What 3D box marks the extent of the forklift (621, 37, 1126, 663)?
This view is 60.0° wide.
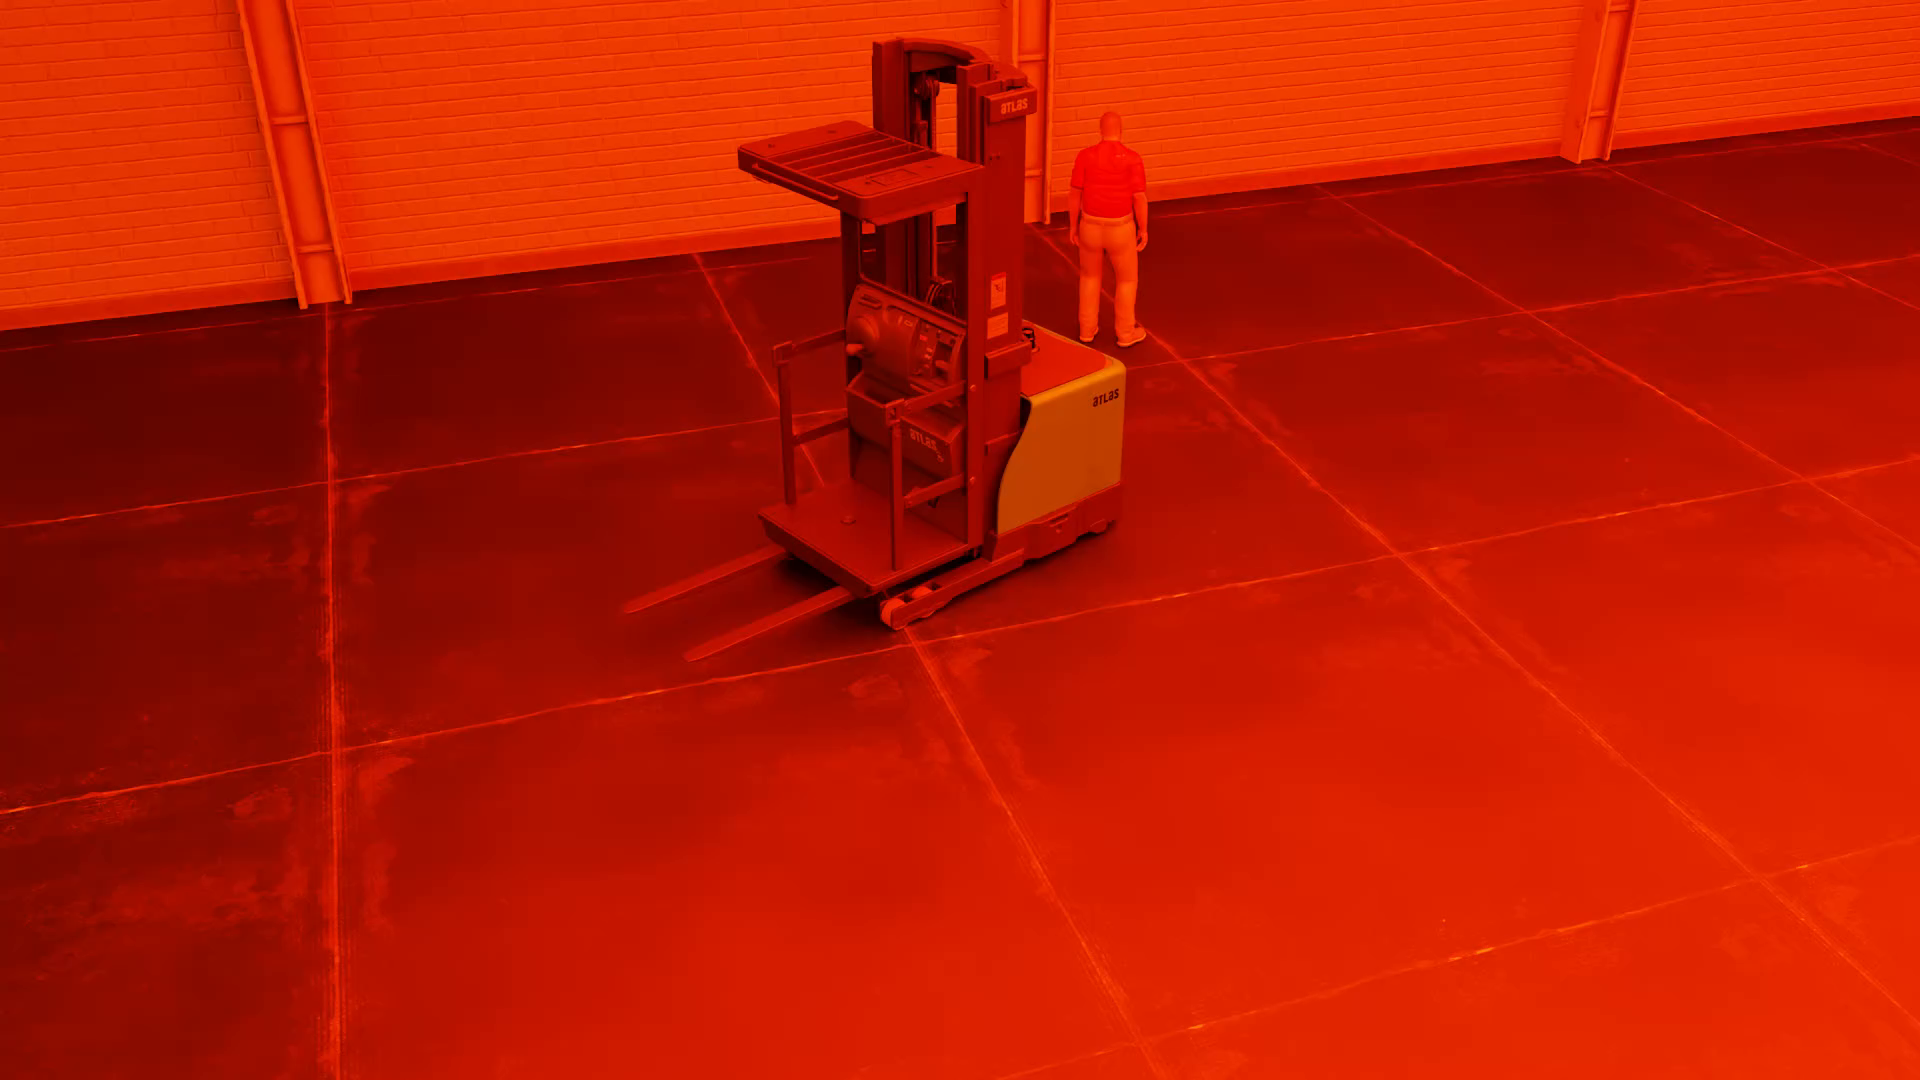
[{"bbox_3d":[-0.461,-1.072,8.951,3.031,2.935,1.130,-23,37,-34],"label":"forklift"}]

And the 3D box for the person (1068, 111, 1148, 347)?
[{"bbox_3d":[1.097,-2.284,12.264,0.601,1.726,0.399,9,31,15],"label":"person"}]
